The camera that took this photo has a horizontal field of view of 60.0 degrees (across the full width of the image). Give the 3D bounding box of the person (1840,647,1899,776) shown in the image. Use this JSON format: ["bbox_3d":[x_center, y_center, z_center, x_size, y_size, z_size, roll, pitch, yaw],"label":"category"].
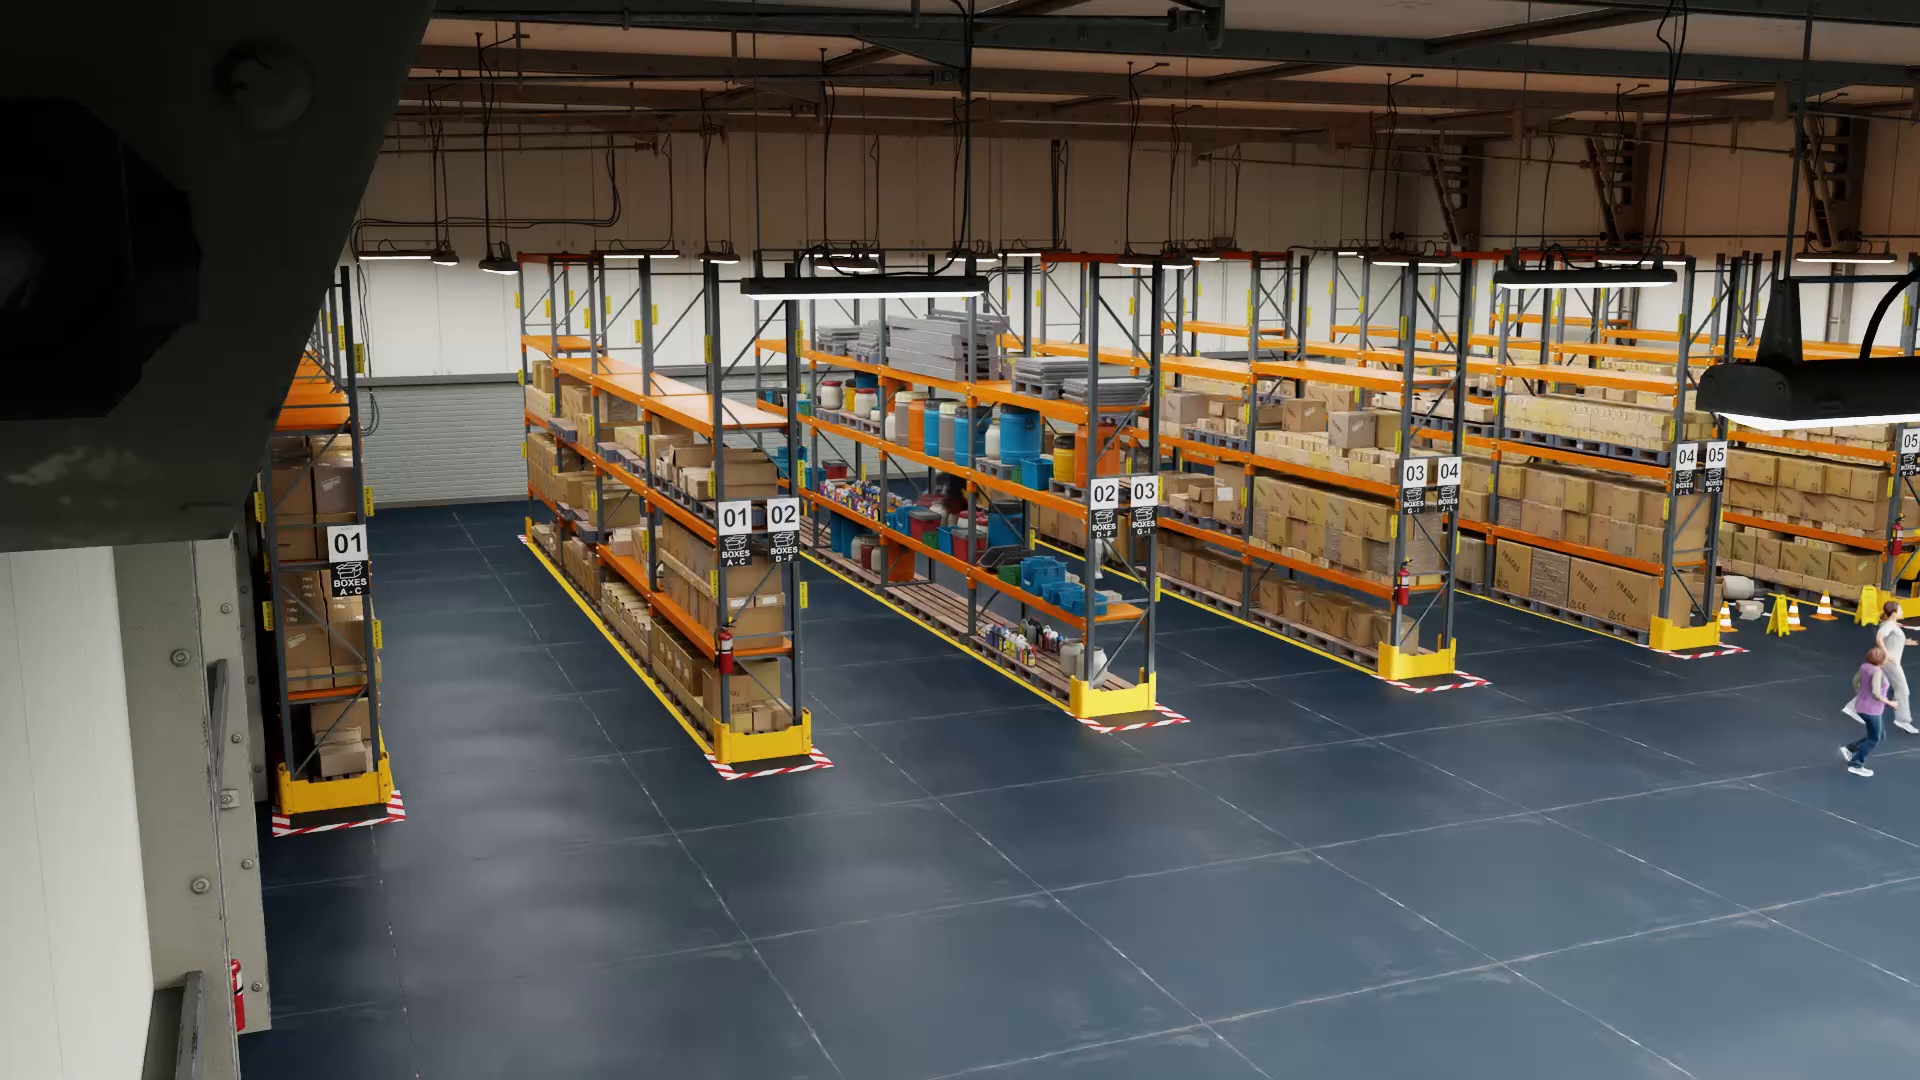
[{"bbox_3d":[10.761,2.069,19.644,0.530,1.466,0.543,2,11,12],"label":"person"}]

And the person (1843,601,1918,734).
[{"bbox_3d":[11.952,1.623,21.482,0.888,1.709,0.558,2,11,12],"label":"person"}]

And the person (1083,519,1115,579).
[{"bbox_3d":[2.499,-0.169,29.517,0.759,1.753,0.610,-5,11,-24],"label":"person"}]

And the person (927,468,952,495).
[{"bbox_3d":[-0.474,-1.624,39.314,0.587,1.650,0.574,-3,11,-17],"label":"person"}]
